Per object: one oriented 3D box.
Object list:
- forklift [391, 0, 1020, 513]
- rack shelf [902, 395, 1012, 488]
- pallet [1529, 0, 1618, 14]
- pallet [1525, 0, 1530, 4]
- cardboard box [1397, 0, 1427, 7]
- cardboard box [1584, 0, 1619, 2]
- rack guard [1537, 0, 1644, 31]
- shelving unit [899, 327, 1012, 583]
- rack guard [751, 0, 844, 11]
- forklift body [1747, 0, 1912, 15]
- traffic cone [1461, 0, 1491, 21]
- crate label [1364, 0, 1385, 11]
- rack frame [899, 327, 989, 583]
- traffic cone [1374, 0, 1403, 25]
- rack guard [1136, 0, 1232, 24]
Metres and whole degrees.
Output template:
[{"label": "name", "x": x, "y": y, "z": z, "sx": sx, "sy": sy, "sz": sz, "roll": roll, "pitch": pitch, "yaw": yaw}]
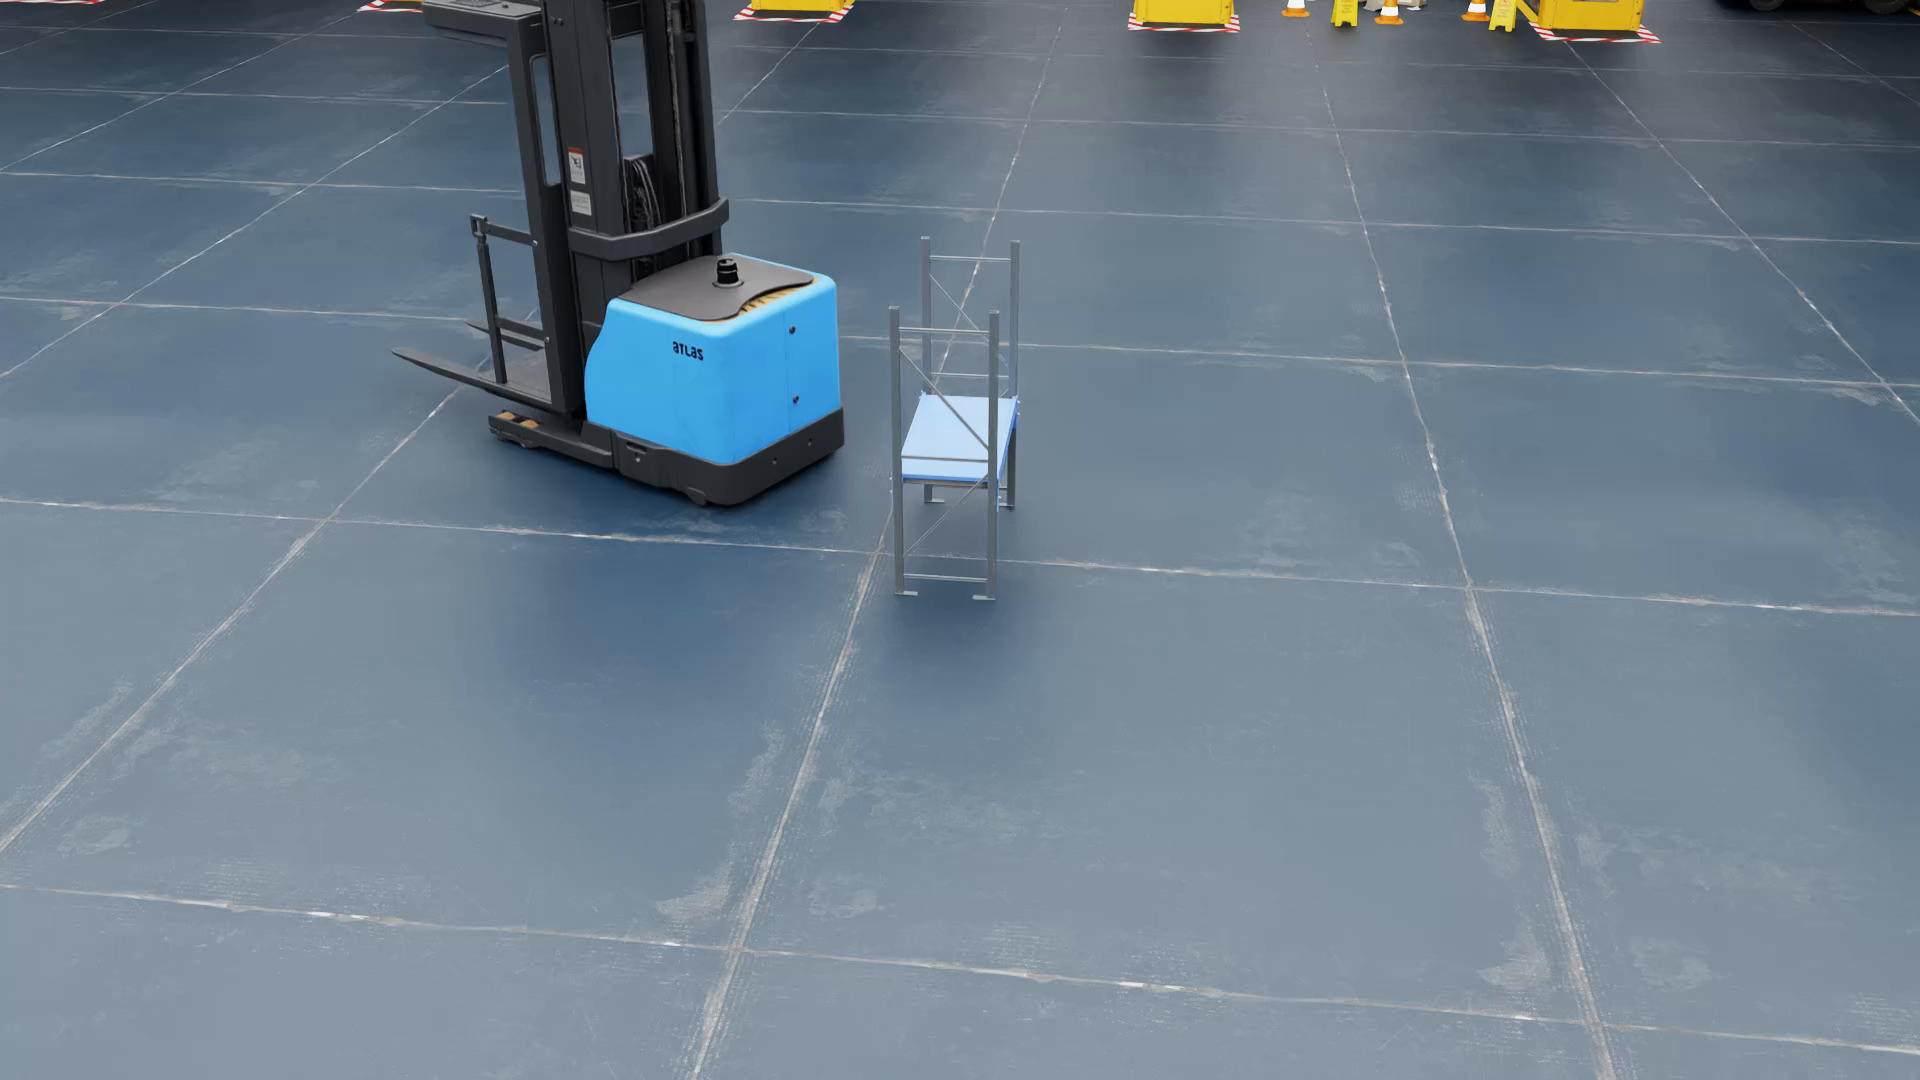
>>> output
[{"label": "forklift", "x": -3.531, "y": -5.372, "z": 14.927, "sx": 15.967, "sy": 3.598, "sz": 10.324, "roll": 18, "pitch": 33, "yaw": 30}, {"label": "rack shelf", "x": -0.010, "y": -0.505, "z": 8.382, "sx": 0.459, "sy": 0.062, "sz": 0.952, "roll": 3, "pitch": 28, "yaw": 6}, {"label": "pallet", "x": 7.868, "y": -6.798, "z": 21.146, "sx": 1.003, "sy": 0.211, "sz": 1.213, "roll": 3, "pitch": 28, "yaw": 6}, {"label": "pallet", "x": 8.020, "y": -7.371, "z": 22.209, "sx": 1.003, "sy": 0.211, "sz": 1.213, "roll": 3, "pitch": 28, "yaw": 6}, {"label": "cardboard box", "x": 5.880, "y": -7.088, "z": 21.751, "sx": 0.380, "sy": 0.149, "sz": 0.250, "roll": 20, "pitch": 34, "yaw": 32}, {"label": "cardboard box", "x": 8.097, "y": -6.947, "z": 20.939, "sx": 0.507, "sy": 0.250, "sz": 0.507, "roll": 4, "pitch": 29, "yaw": 6}, {"label": "rack guard", "x": 7.733, "y": -6.545, "z": 20.371, "sx": 1.175, "sy": 0.500, "sz": 0.348, "roll": 3, "pitch": 28, "yaw": 6}, {"label": "shelving unit", "x": -0.011, "y": -0.611, "z": 8.303, "sx": 0.475, "sy": 1.308, "sz": 0.991, "roll": 3, "pitch": 28, "yaw": 6}, {"label": "rack guard", "x": -2.102, "y": -7.121, "z": 21.440, "sx": 1.175, "sy": 0.500, "sz": 0.348, "roll": 3, "pitch": 28, "yaw": 6}, {"label": "forklift body", "x": -2.093, "y": -9.788, "z": 24.650, "sx": 29.396, "sy": 2.155, "sz": 5.688, "roll": 3, "pitch": 28, "yaw": 6}, {"label": "traffic cone", "x": 6.496, "y": -6.770, "z": 20.828, "sx": 0.336, "sy": 0.463, "sz": 0.334, "roll": 3, "pitch": 28, "yaw": 6}, {"label": "crate label", "x": 5.388, "y": -6.905, "z": 21.422, "sx": 0.250, "sy": 0.136, "sz": 0.298, "roll": -11, "pitch": 30, "yaw": -20}, {"label": "rack frame", "x": -0.071, "y": -0.381, "z": 7.875, "sx": 0.475, "sy": 1.308, "sz": 0.013, "roll": 3, "pitch": 28, "yaw": 6}, {"label": "traffic cone", "x": 5.353, "y": -6.674, "z": 20.651, "sx": 0.336, "sy": 0.463, "sz": 0.334, "roll": 3, "pitch": 28, "yaw": 6}, {"label": "rack guard", "x": 2.796, "y": -6.738, "z": 20.729, "sx": 1.175, "sy": 0.500, "sz": 0.348, "roll": 3, "pitch": 28, "yaw": 6}]
